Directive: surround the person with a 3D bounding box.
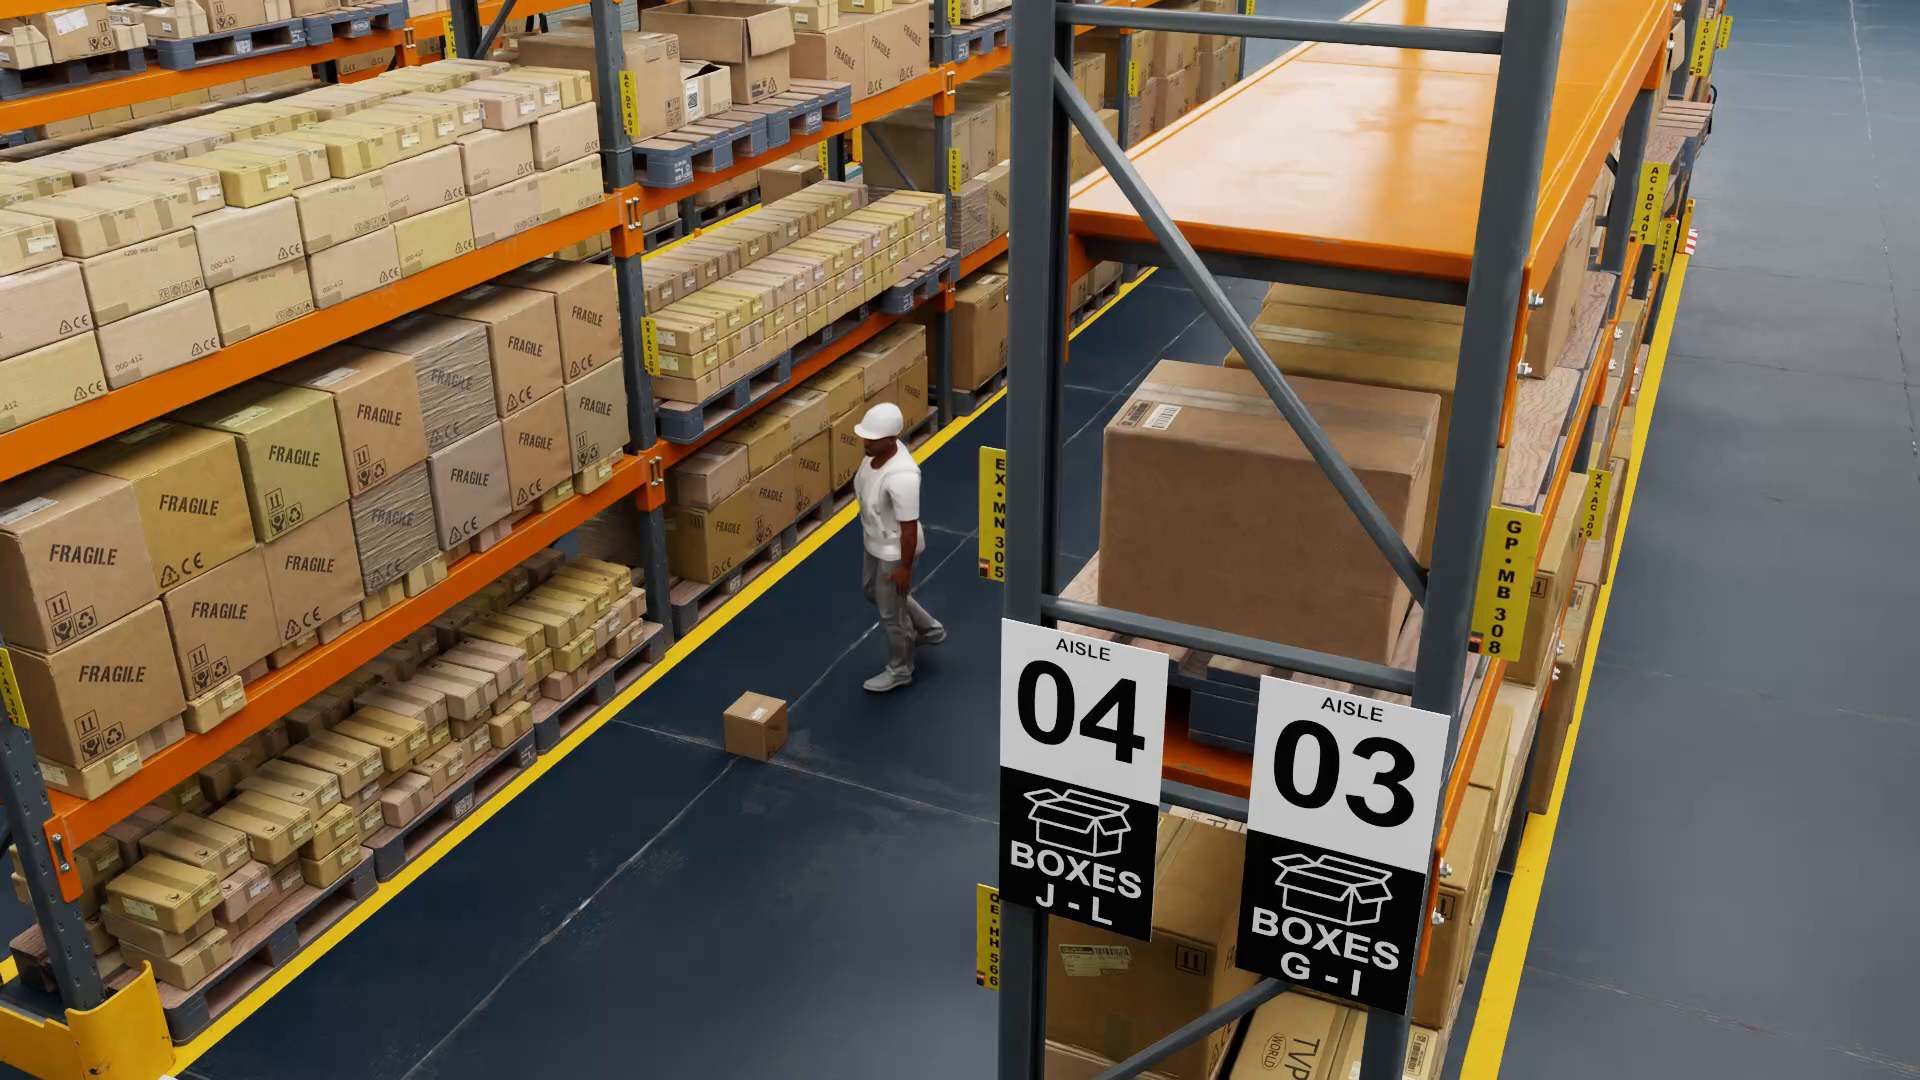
[{"bbox_3d":[-0.317,0.024,9.342,0.579,1.765,0.609,-8,27,-17],"label":"person"}]
